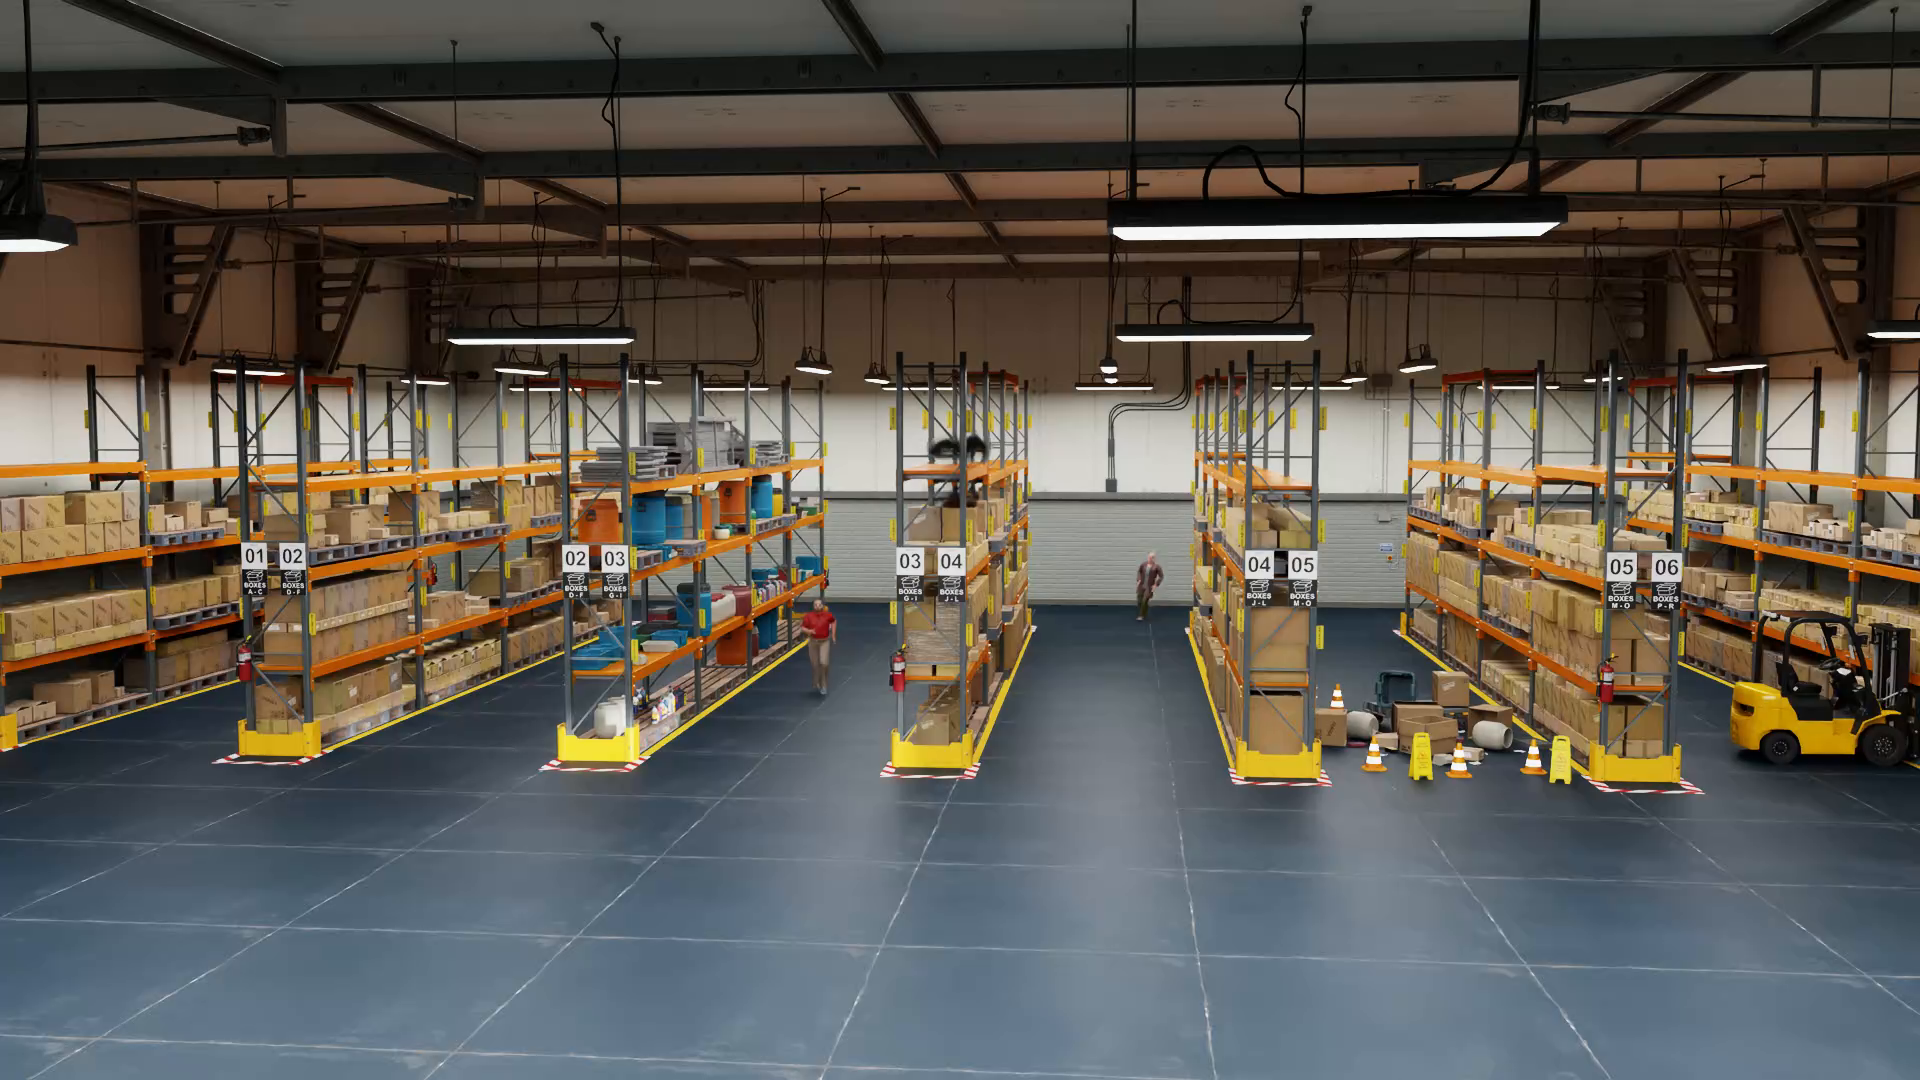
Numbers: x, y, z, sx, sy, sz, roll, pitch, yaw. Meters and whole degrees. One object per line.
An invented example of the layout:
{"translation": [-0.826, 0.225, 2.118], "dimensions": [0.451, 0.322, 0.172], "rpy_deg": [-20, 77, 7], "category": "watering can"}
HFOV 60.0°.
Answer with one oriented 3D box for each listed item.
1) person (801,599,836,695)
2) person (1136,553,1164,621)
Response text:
{"translation": [-2.610, 1.972, 30.712], "dimensions": [0.625, 1.790, 0.854], "rpy_deg": [0, 4, 0], "category": "person"}
{"translation": [4.774, 1.186, 41.709], "dimensions": [0.755, 1.730, 0.655], "rpy_deg": [3, 5, 32], "category": "person"}
